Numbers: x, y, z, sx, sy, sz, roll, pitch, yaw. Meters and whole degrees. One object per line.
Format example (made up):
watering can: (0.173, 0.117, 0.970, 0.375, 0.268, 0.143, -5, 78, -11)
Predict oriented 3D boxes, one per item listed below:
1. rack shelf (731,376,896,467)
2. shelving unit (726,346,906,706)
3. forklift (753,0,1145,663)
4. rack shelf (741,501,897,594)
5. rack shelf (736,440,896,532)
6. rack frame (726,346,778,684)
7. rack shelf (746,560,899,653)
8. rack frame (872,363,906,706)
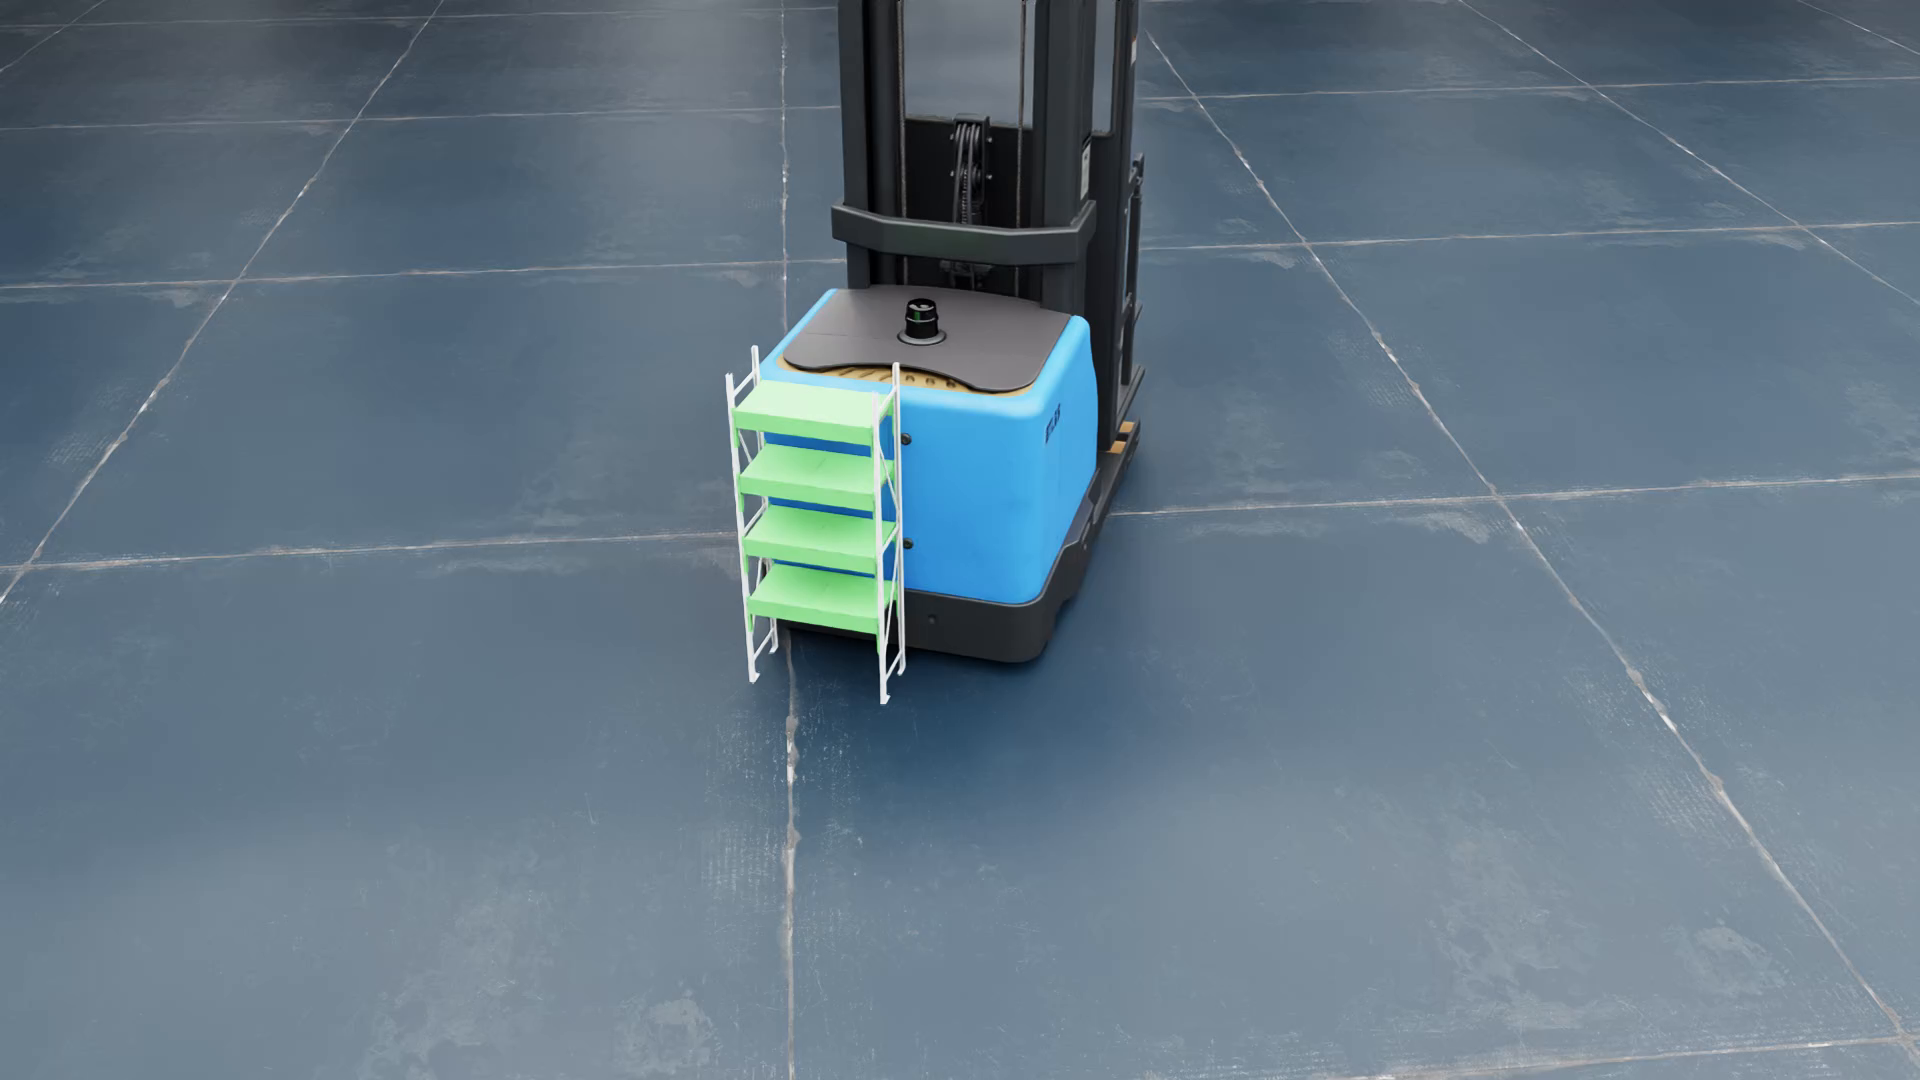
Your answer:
rack shelf: (-0.471, -0.389, 5.419, 0.480, 0.148, 0.258, 8, 32, 13)
shelving unit: (-0.471, -0.032, 5.633, 0.503, 1.200, 0.258, 8, 32, 13)
forklift: (0.171, -1.568, 6.517, 1.130, 2.935, 3.031, 8, 32, 13)
rack shelf: (-0.471, 0.023, 5.666, 0.480, 0.148, 0.258, 8, 32, 13)
rack shelf: (-0.471, -0.183, 5.543, 0.480, 0.148, 0.258, 8, 32, 13)
rack frame: (-0.706, -0.066, 5.690, 0.015, 1.200, 0.240, 8, 32, 13)
rack shelf: (-0.471, 0.229, 5.789, 0.480, 0.148, 0.258, 8, 32, 13)
rack frame: (-0.236, 0.002, 5.576, 0.015, 1.200, 0.240, 8, 32, 13)
